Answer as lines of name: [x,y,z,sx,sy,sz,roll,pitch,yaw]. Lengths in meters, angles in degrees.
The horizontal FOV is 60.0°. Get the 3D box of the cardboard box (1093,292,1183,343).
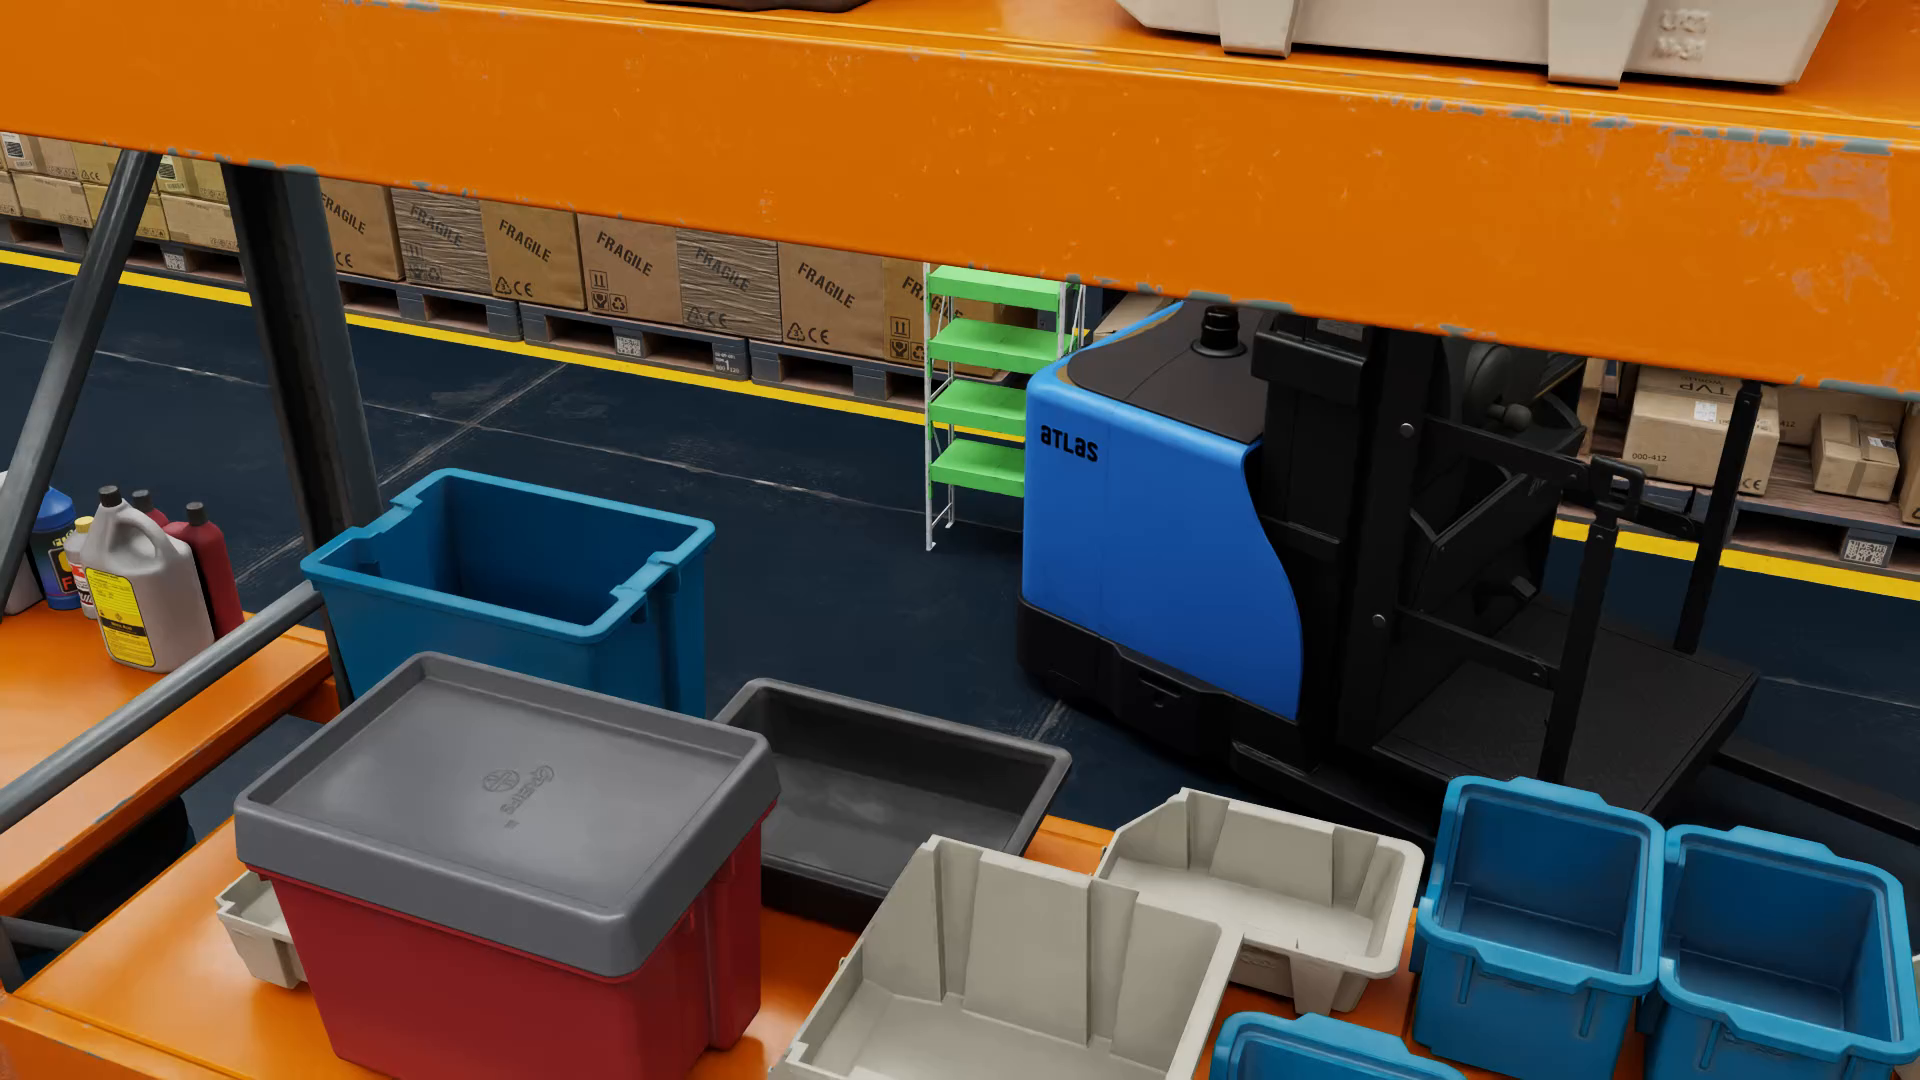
cardboard box: [0.870,-0.840,6.972,0.500,0.311,0.500,11,31,19]

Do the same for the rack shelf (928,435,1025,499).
rack shelf: [0.153,-0.227,6.050,0.480,0.148,0.258,11,31,19]

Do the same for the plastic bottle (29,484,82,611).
plastic bottle: [-1.811,0.001,3.331,0.097,0.271,0.097,0,29,0]

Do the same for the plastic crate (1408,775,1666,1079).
plastic crate: [0.800,0.555,2.329,0.300,0.233,0.416,11,31,19]

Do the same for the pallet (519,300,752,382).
pallet: [-1.340,-1.139,8.051,1.213,0.211,1.003,11,31,19]

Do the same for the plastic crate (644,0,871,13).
plastic crate: [-0.256,-0.631,1.403,0.590,0.269,0.497,11,31,19]

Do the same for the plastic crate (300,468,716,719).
plastic crate: [-0.743,0.175,2.848,0.575,0.384,0.392,11,31,19]

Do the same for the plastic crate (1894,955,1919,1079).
plastic crate: [1.403,0.673,2.217,0.298,0.136,0.250,11,31,19]

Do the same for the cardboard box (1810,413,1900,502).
cardboard box: [3.331,-0.317,6.195,0.250,0.166,0.380,11,31,19]

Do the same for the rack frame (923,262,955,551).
rack frame: [-0.073,-0.537,5.980,0.015,1.200,0.240,11,31,19]

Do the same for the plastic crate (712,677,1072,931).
plastic crate: [-0.165,0.441,2.640,0.590,0.125,0.437,11,31,19]

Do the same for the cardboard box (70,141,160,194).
cardboard box: [-4.206,-2.043,8.613,0.500,0.311,0.500,11,31,18]

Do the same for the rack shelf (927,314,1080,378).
rack shelf: [0.153,-0.645,5.814,0.480,0.148,0.258,11,31,19]

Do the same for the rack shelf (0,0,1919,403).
rack shelf: [0.550,-0.360,1.521,4.000,0.370,1.077,11,31,19]

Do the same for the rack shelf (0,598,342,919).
rack shelf: [-3.157,0.206,3.568,4.000,0.370,1.077,11,31,19]

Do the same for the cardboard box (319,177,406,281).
cardboard box: [-2.830,-1.624,8.167,0.500,0.500,0.500,13,32,21]

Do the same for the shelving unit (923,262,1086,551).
shelving unit: [0.153,-0.492,5.901,0.503,1.200,0.258,11,31,19]

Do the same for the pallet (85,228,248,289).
pallet: [-3.893,-1.691,9.027,1.213,0.211,1.003,11,31,19]

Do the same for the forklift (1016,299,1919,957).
forklift: [1.626,-0.535,4.219,3.031,2.935,1.130,23,37,35]

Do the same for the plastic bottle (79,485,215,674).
plastic bottle: [-1.545,0.064,3.138,0.185,0.351,0.144,11,31,19]

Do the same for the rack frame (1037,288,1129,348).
rack frame: [0.562,-1.995,6.731,0.127,3.000,1.000,11,31,19]

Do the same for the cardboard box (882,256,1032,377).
cardboard box: [-0.003,-1.059,7.168,0.500,0.500,0.500,11,31,19]

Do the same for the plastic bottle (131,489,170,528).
plastic bottle: [-1.607,0.027,3.273,0.133,0.283,0.061,11,31,19]

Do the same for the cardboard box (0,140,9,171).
cardboard box: [-5.137,-2.231,8.946,0.500,0.311,0.500,12,32,20]

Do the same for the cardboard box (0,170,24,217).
cardboard box: [-5.145,-1.989,9.088,0.500,0.250,0.500,12,32,20]

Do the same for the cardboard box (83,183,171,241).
cardboard box: [-4.203,-1.800,8.755,0.500,0.250,0.500,11,31,19]

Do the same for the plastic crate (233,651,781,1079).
plastic crate: [-0.571,0.489,2.211,0.583,0.464,0.402,11,31,19]

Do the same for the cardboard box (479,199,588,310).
cardboard box: [-1.880,-1.434,7.832,0.500,0.500,0.500,11,31,18]

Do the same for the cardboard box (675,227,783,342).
cardboard box: [-0.922,-1.247,7.501,0.500,0.500,0.500,12,32,20]

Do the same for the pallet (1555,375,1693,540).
pallet: [2.333,-0.428,6.794,1.213,0.211,1.003,11,31,19]

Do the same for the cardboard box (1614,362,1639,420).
cardboard box: [2.945,-0.664,6.724,0.500,0.250,0.500,11,31,19]

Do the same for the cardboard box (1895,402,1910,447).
cardboard box: [3.778,-0.493,6.507,0.250,0.166,0.380,11,31,19]

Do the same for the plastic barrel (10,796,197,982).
plastic barrel: [-1.801,0.885,3.341,0.708,0.901,0.600,11,31,19]
